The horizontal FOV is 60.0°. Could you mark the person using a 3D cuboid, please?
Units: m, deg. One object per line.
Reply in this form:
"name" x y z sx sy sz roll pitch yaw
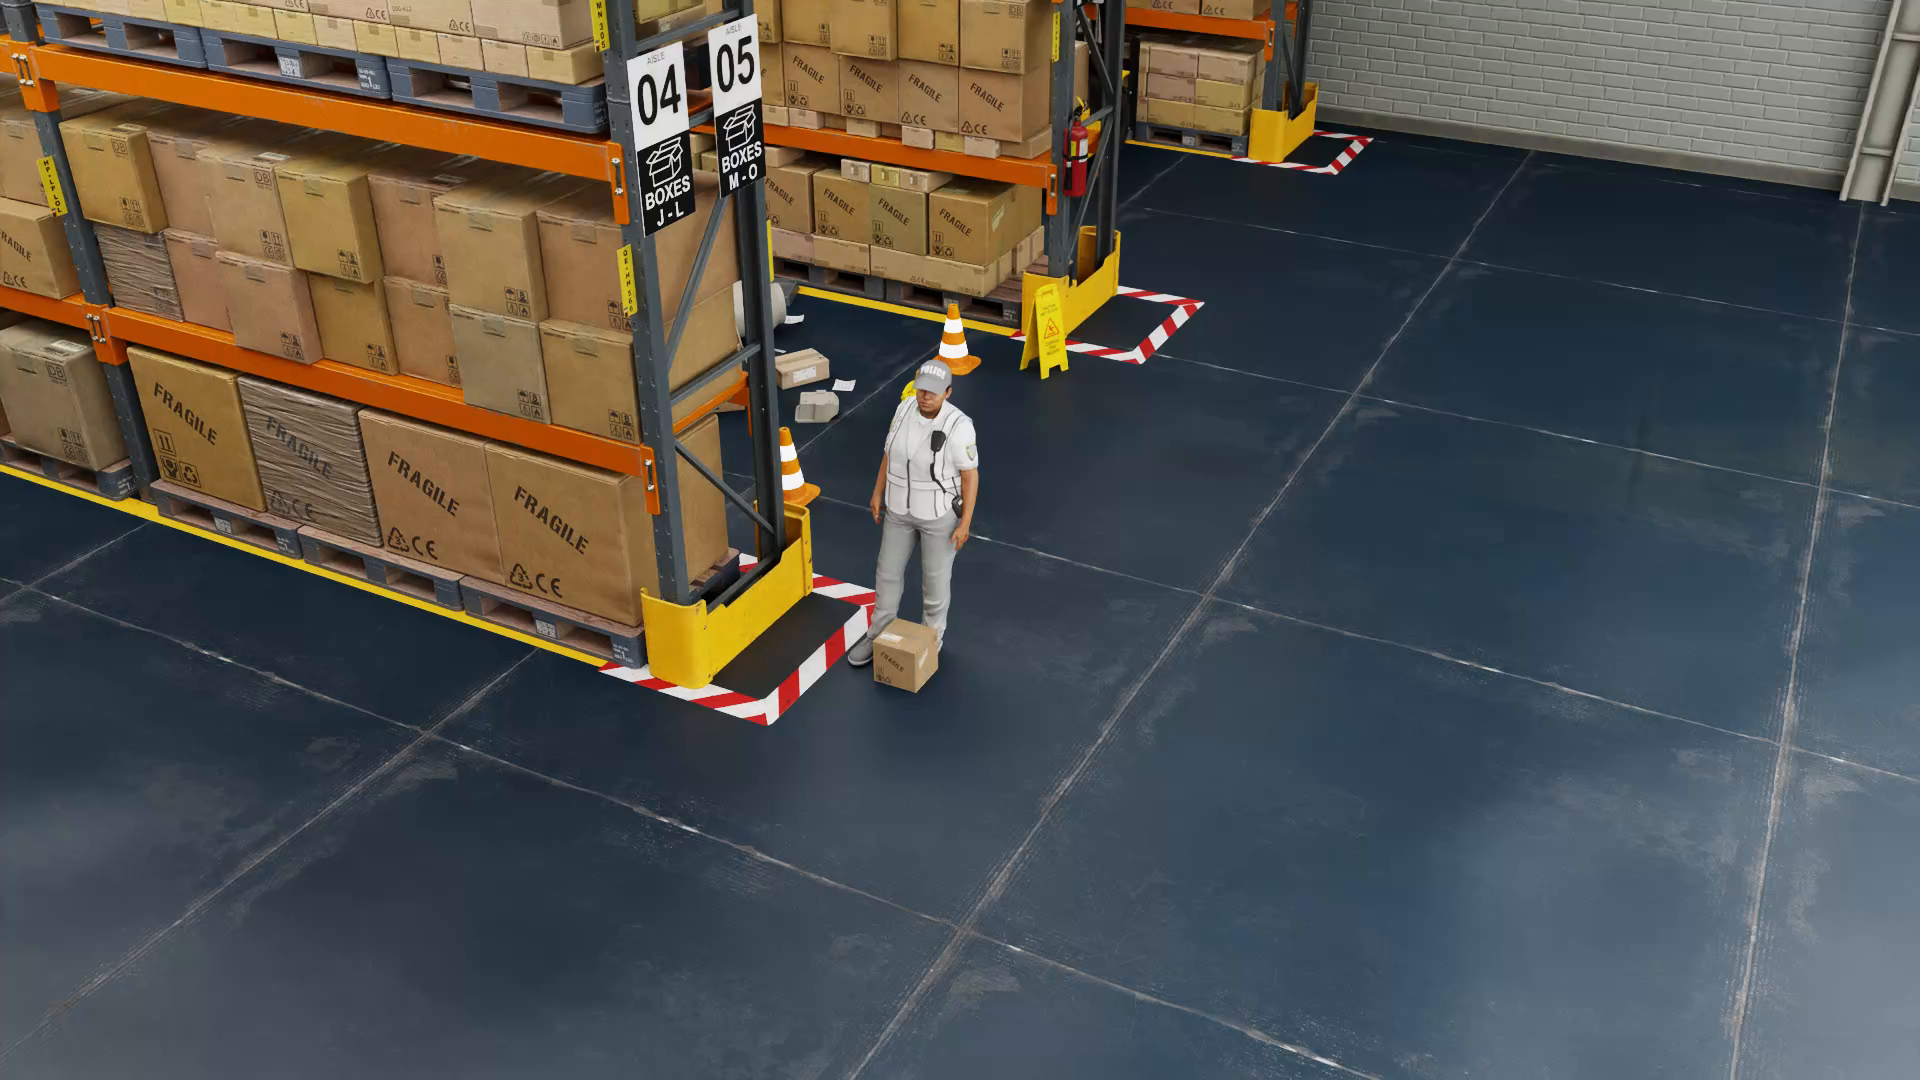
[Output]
"person" -0.232 -0.114 8.455 0.598 1.669 0.529 15 34 24
